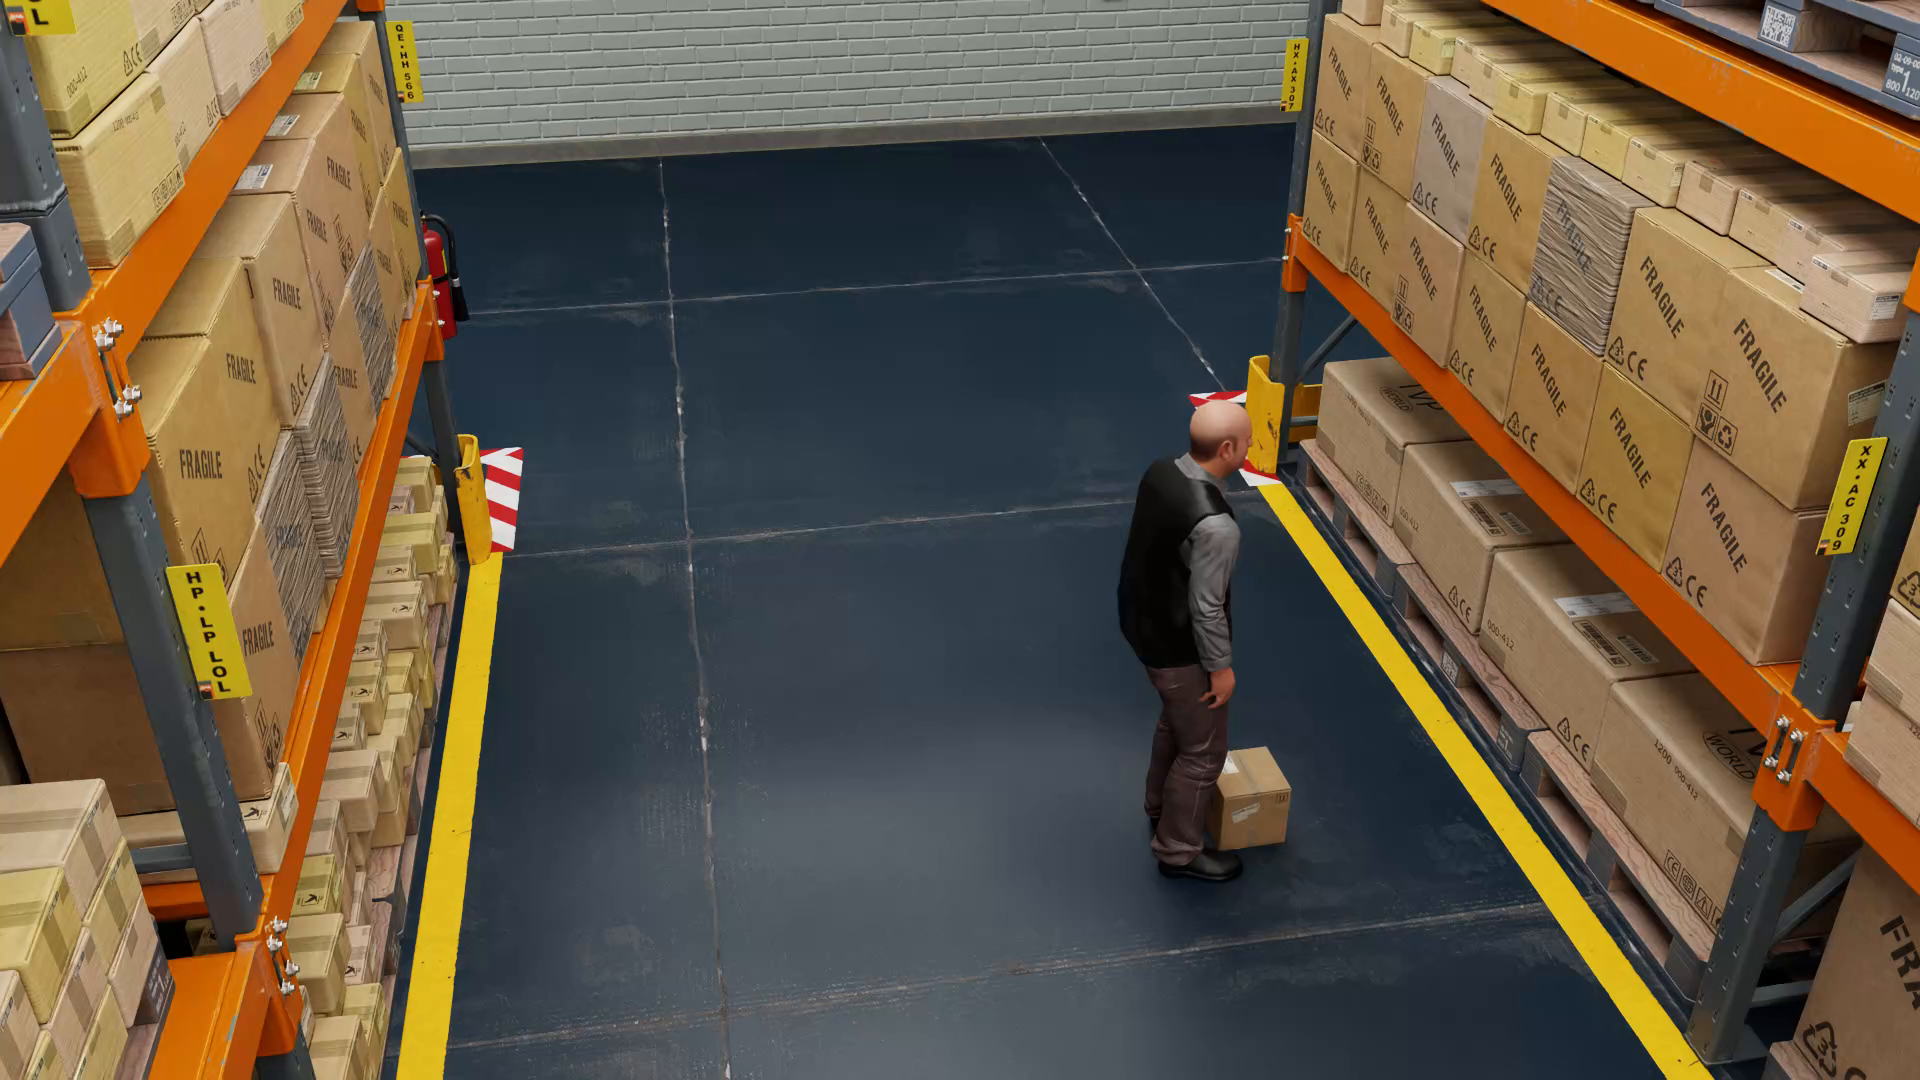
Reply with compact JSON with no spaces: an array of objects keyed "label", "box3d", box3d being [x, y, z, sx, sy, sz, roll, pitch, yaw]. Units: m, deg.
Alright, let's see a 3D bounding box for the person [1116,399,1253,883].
[{"label":"person","box3d":[0.771,0.328,5.600,0.475,1.719,0.581,-7,31,-11]}]
